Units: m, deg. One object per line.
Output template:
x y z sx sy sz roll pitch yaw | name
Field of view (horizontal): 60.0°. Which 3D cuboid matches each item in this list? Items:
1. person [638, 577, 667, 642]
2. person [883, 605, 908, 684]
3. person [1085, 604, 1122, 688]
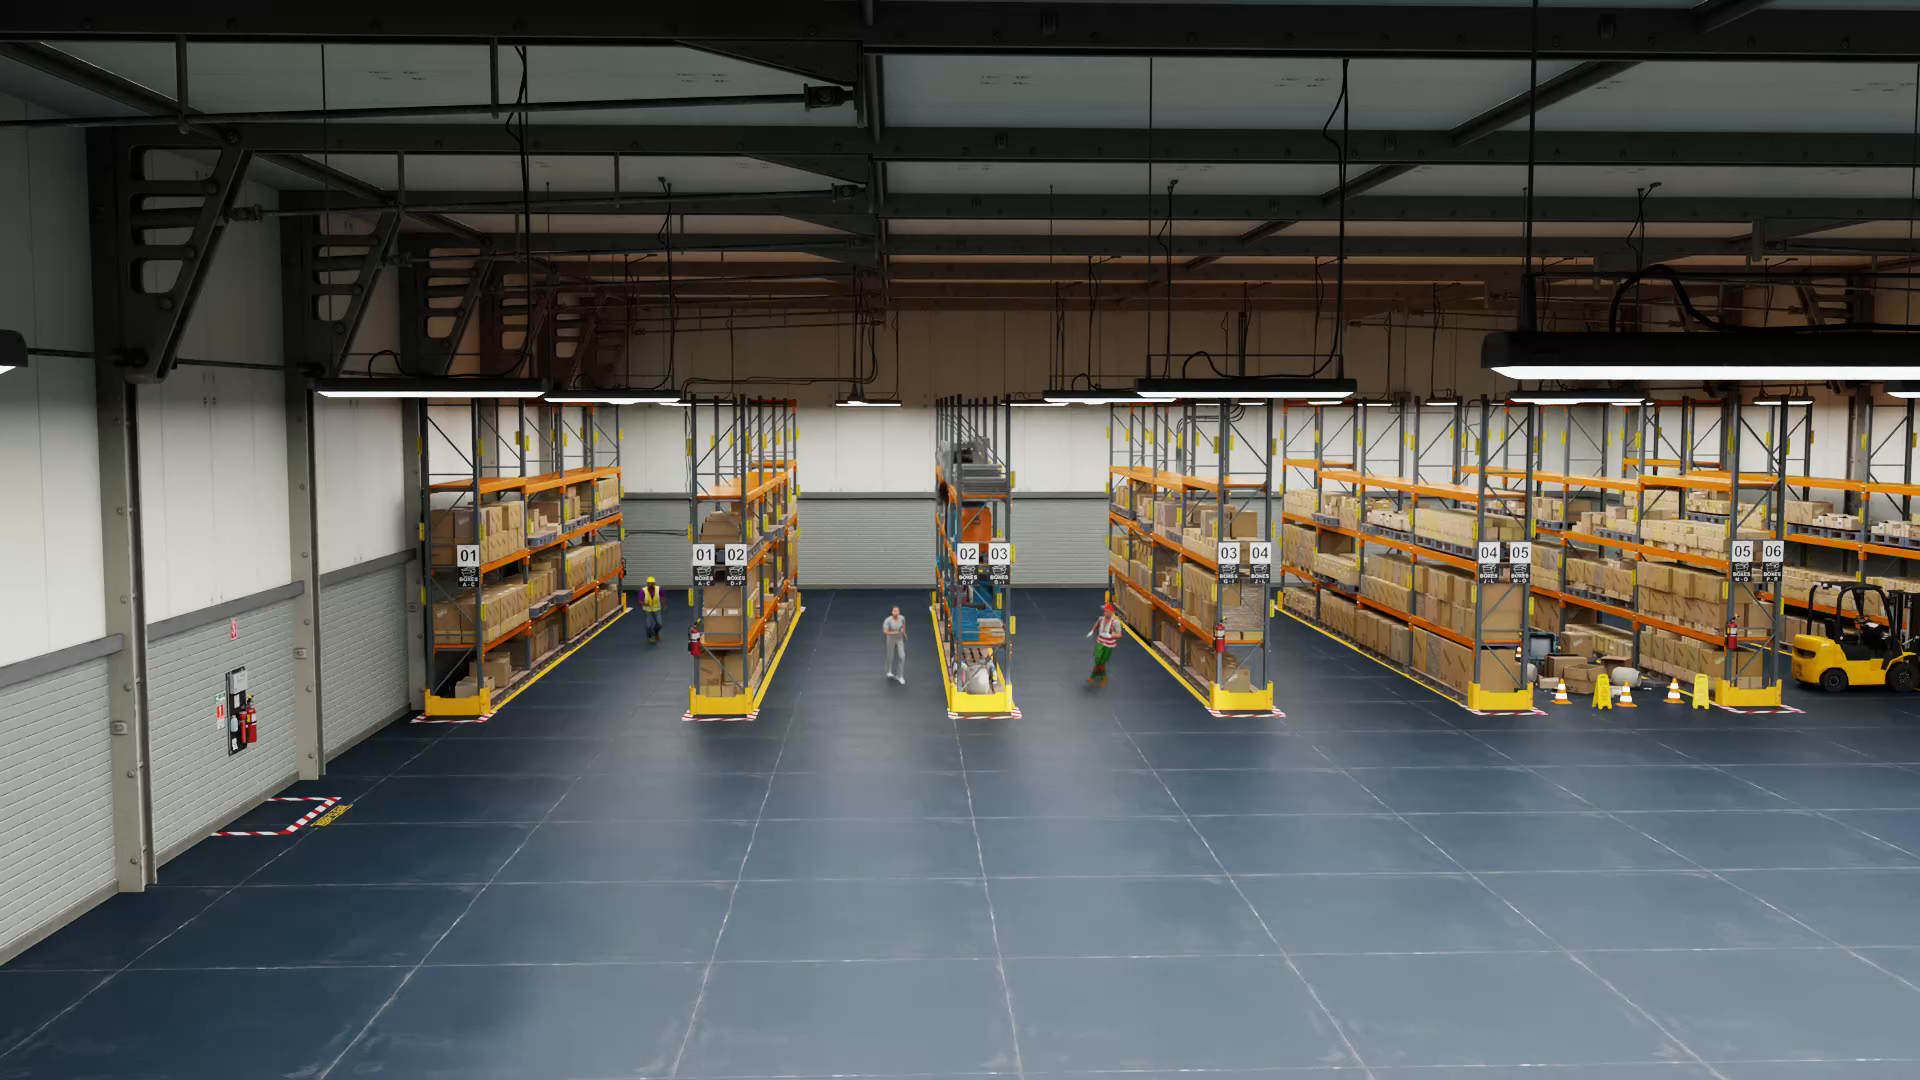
-7.491 1.711 40.527 0.724 1.653 0.826 -1 5 -18 | person
-1.370 2.159 34.960 0.566 1.640 0.952 -1 5 -15 | person
2.965 2.161 34.317 0.811 1.710 0.713 1 5 16 | person
